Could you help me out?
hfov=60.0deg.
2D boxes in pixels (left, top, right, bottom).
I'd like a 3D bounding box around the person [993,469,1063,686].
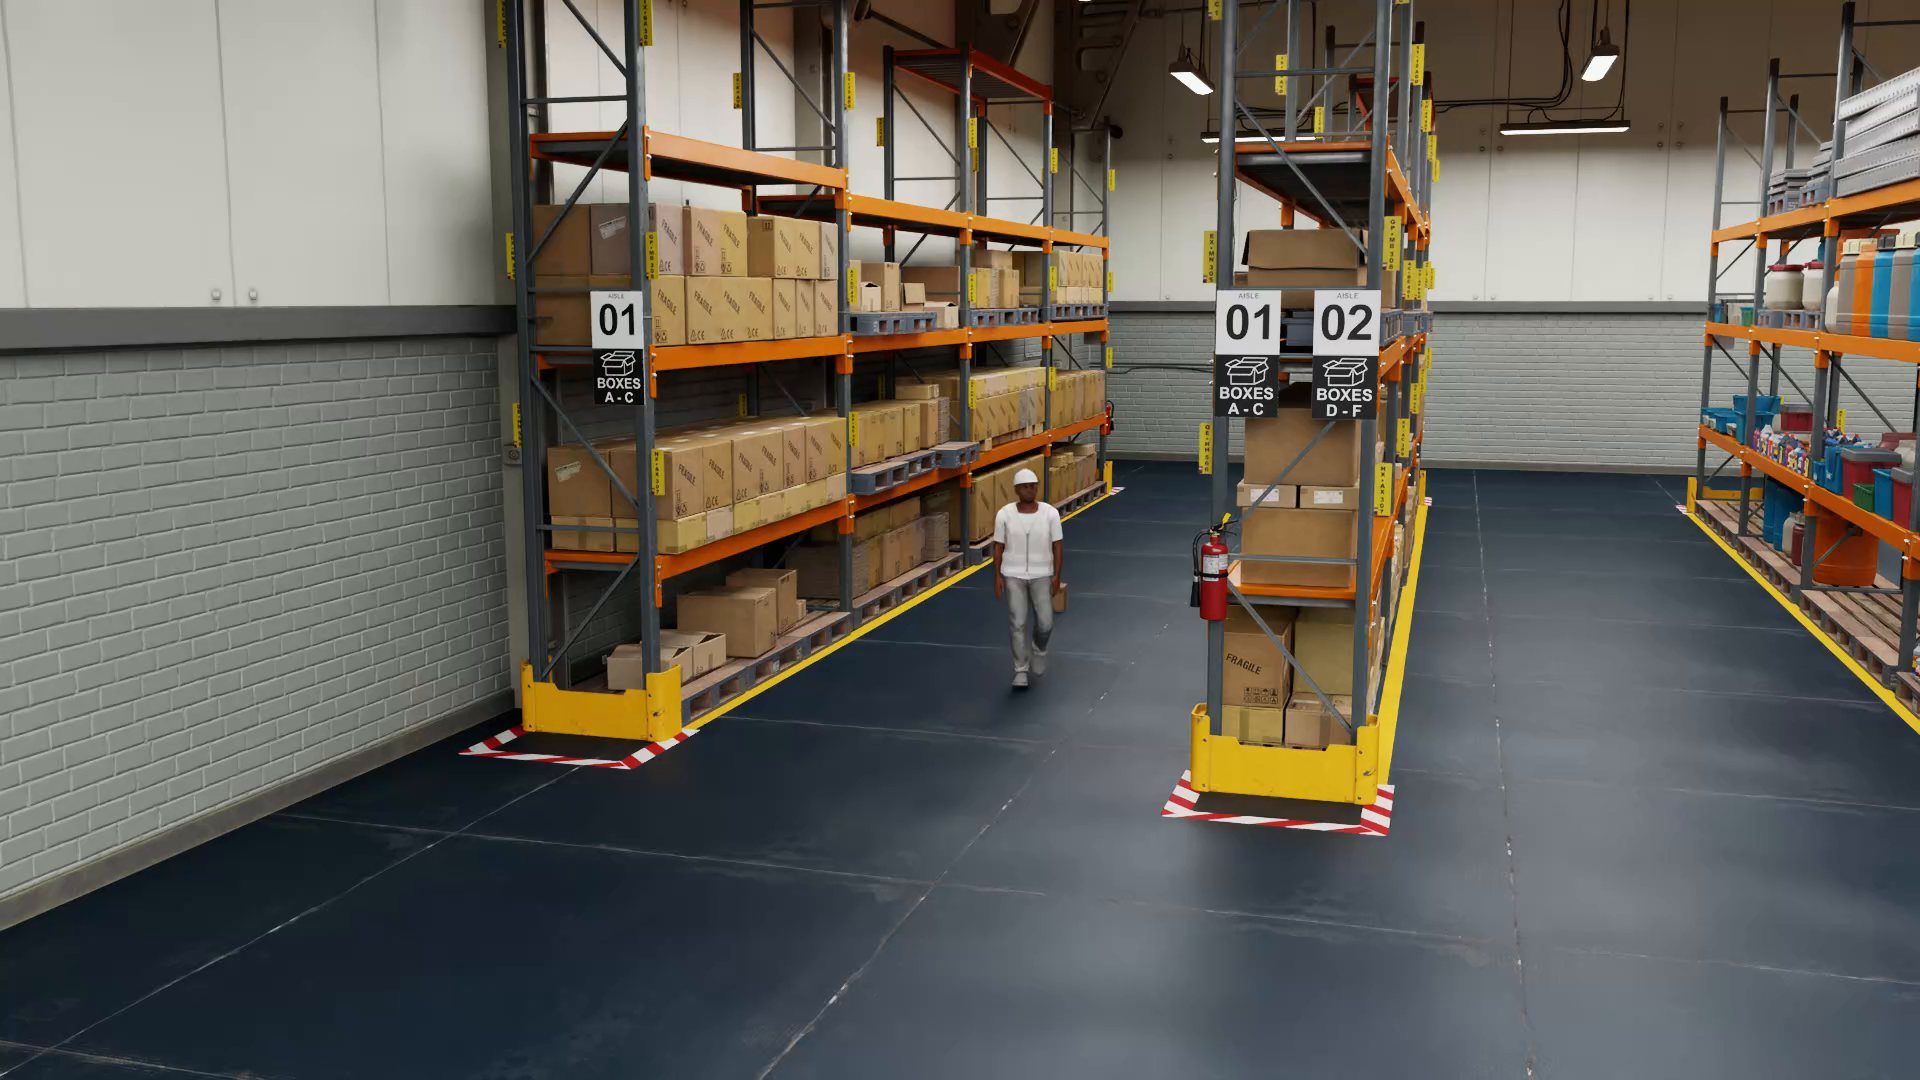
[{"bbox_3d":[0.553,0.296,13.551,0.567,1.758,0.531,0,8,2],"label":"person"}]
